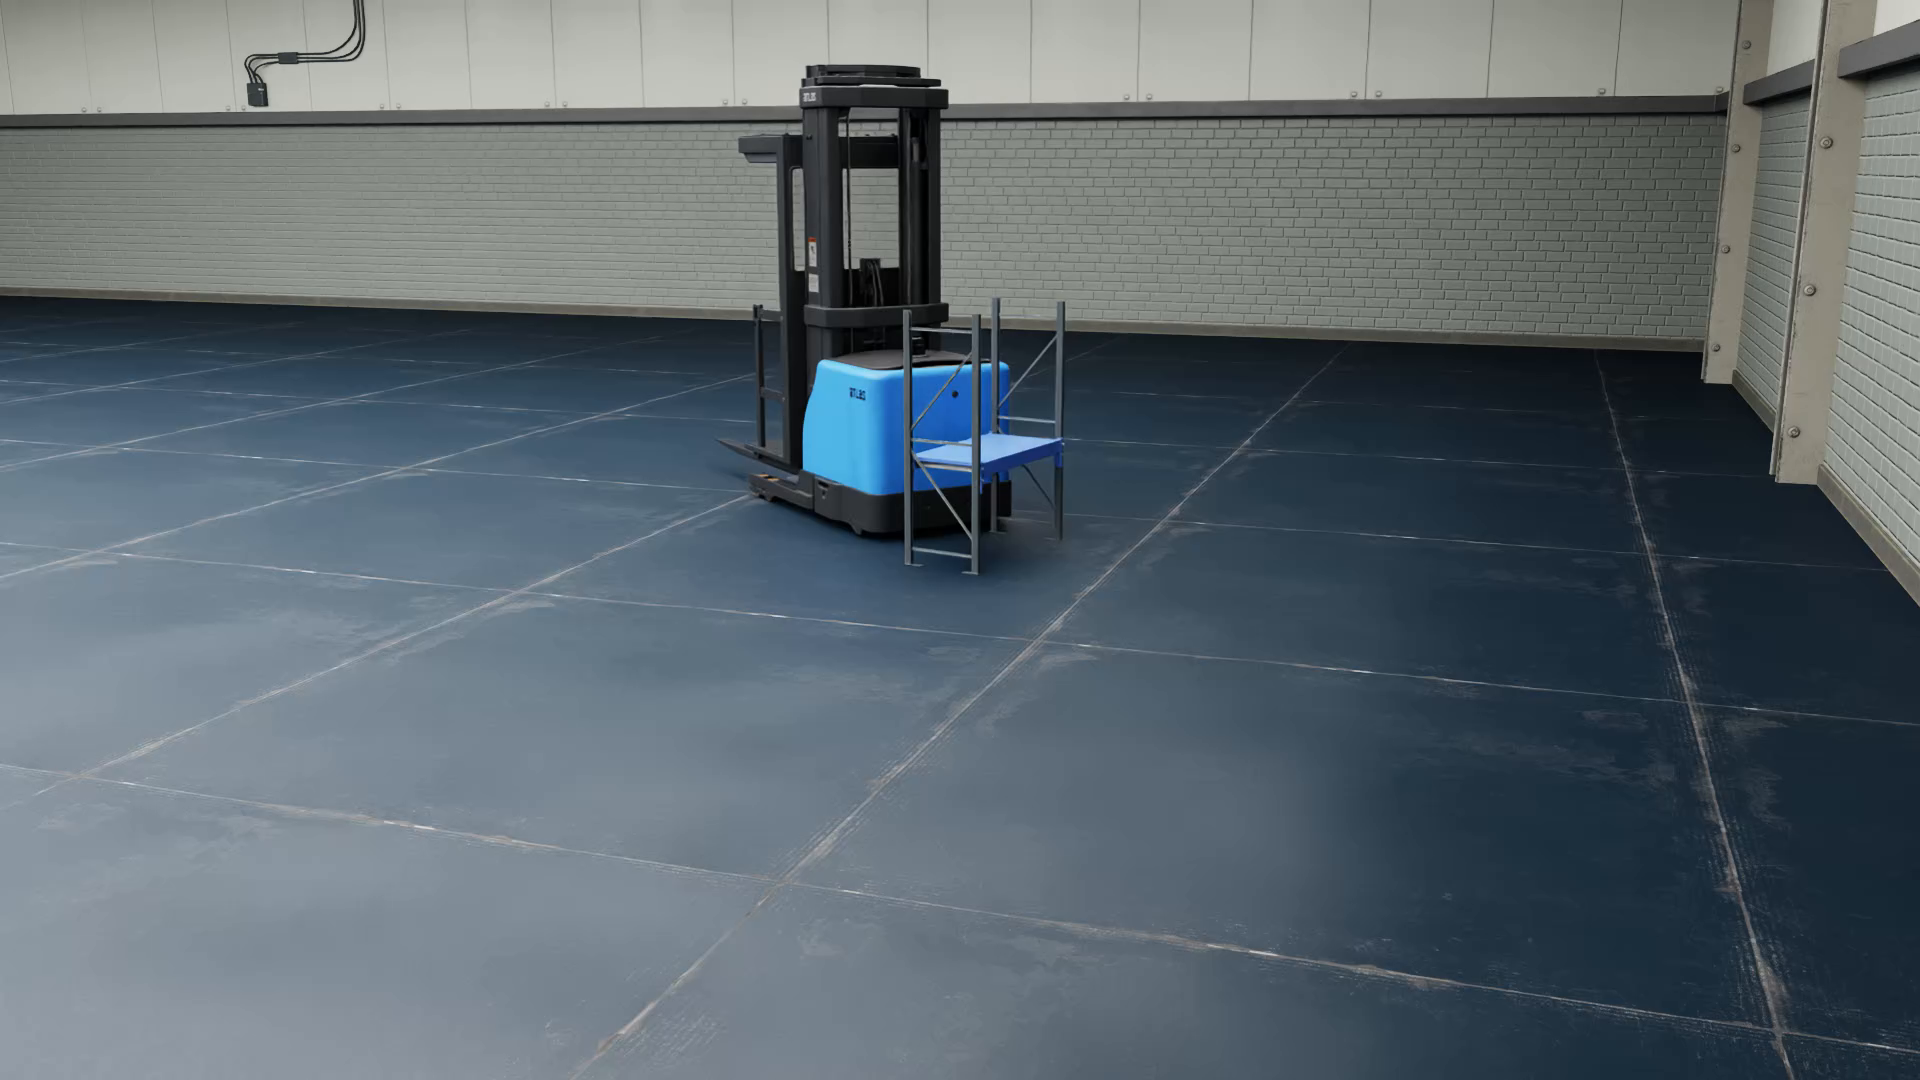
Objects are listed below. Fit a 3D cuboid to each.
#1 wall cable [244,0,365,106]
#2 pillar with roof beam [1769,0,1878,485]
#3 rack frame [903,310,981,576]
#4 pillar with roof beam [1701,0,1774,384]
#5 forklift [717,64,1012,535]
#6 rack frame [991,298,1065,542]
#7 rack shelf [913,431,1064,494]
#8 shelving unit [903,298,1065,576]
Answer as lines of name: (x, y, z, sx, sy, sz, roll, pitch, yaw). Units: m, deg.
wall cable: (-10.402, -9.874, 25.884, 2.305, 6.003, 0.169, 4, 14, 18)
pillar with roof beam: (2.206, -5.157, 12.858, 9.100, 9.000, 0.400, 4, 14, 18)
rack frame: (-0.104, -0.555, 9.551, 0.500, 1.500, 0.032, 8, 15, 30)
pillar with roof beam: (4.148, -6.420, 18.393, 9.100, 9.000, 0.400, 4, 14, 18)
forklift: (-0.841, -1.744, 11.542, 1.130, 2.935, 3.031, -7, 15, -29)
rack frame: (0.420, -0.749, 10.401, 0.500, 1.500, 0.032, 8, 15, 30)
rack shelf: (0.158, -0.477, 10.016, 0.538, 0.185, 1.000, 8, 15, 30)
shelving unit: (0.158, -0.652, 9.976, 0.538, 1.500, 1.048, 8, 15, 30)
